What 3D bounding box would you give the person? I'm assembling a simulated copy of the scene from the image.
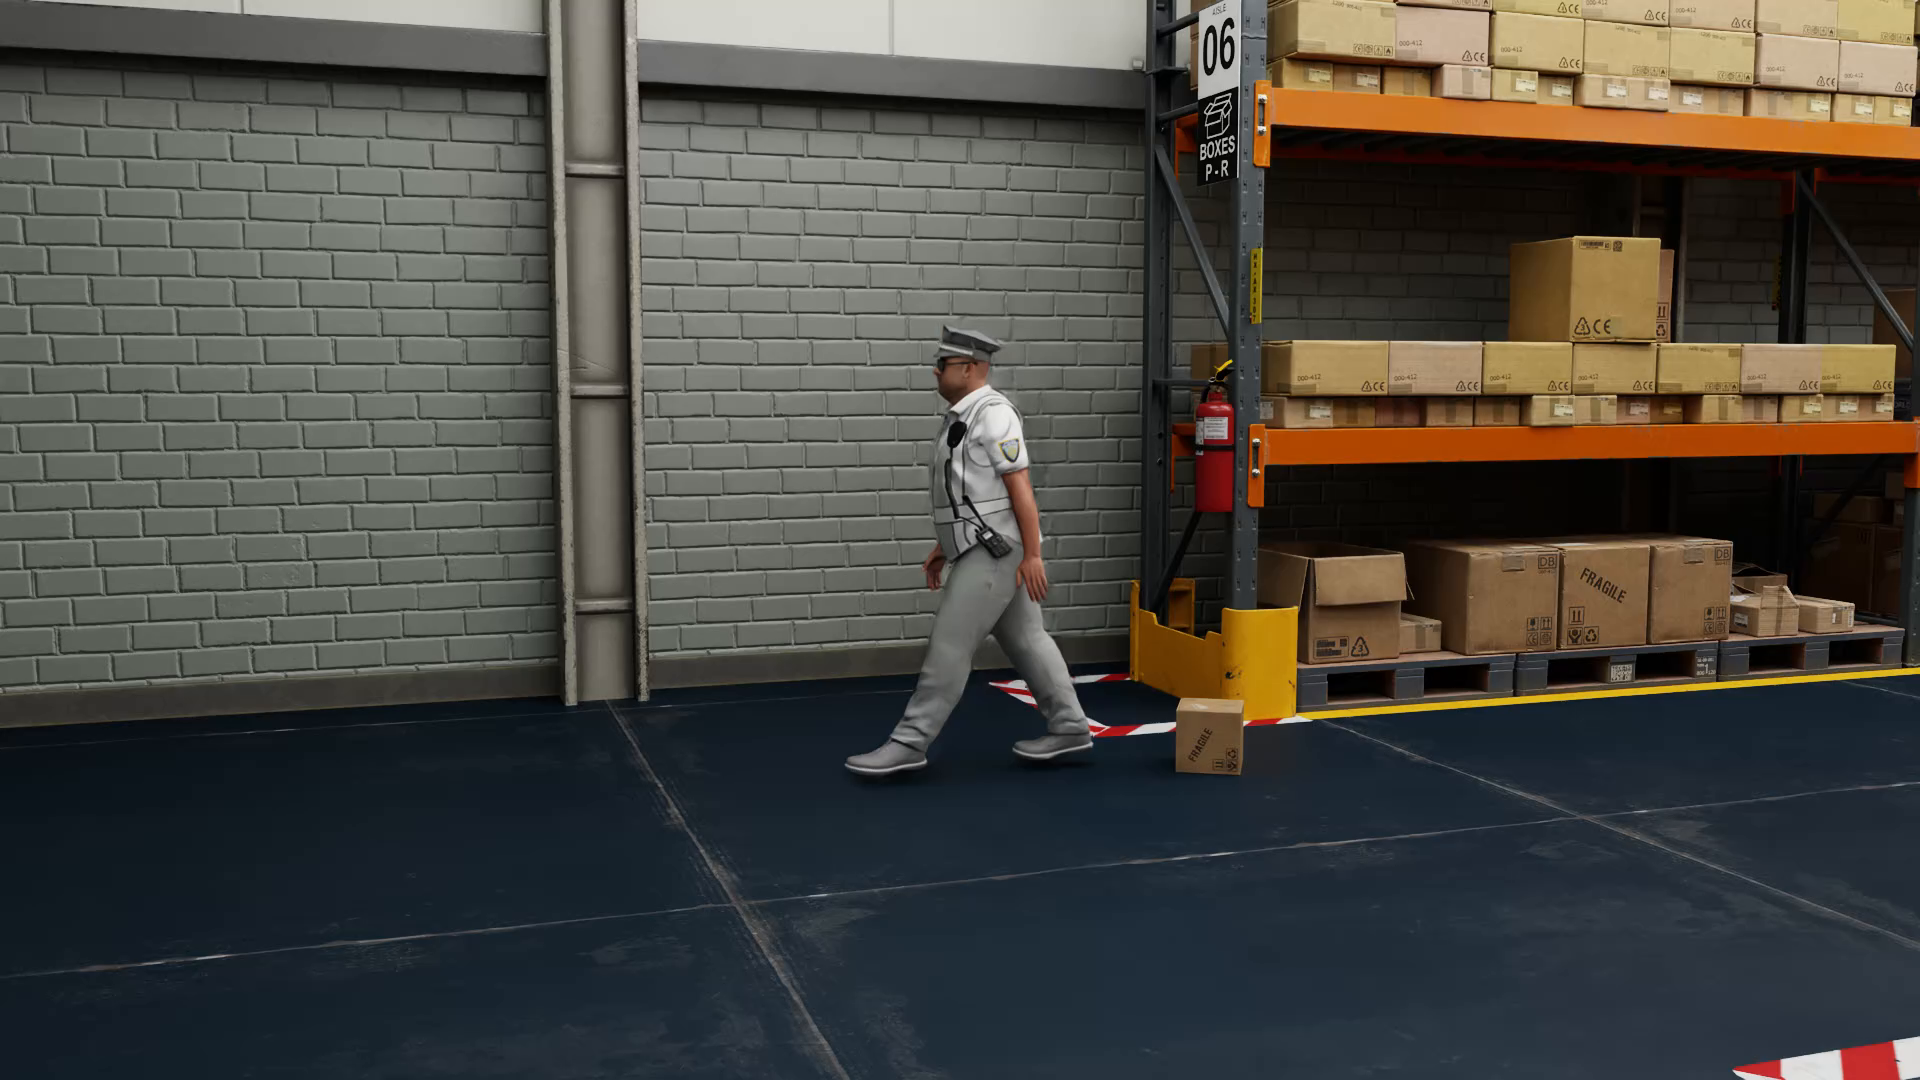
[{"bbox_3d":[0.037,0.027,6.442,1.005,1.690,0.569,-1,6,-8],"label":"person"}]
